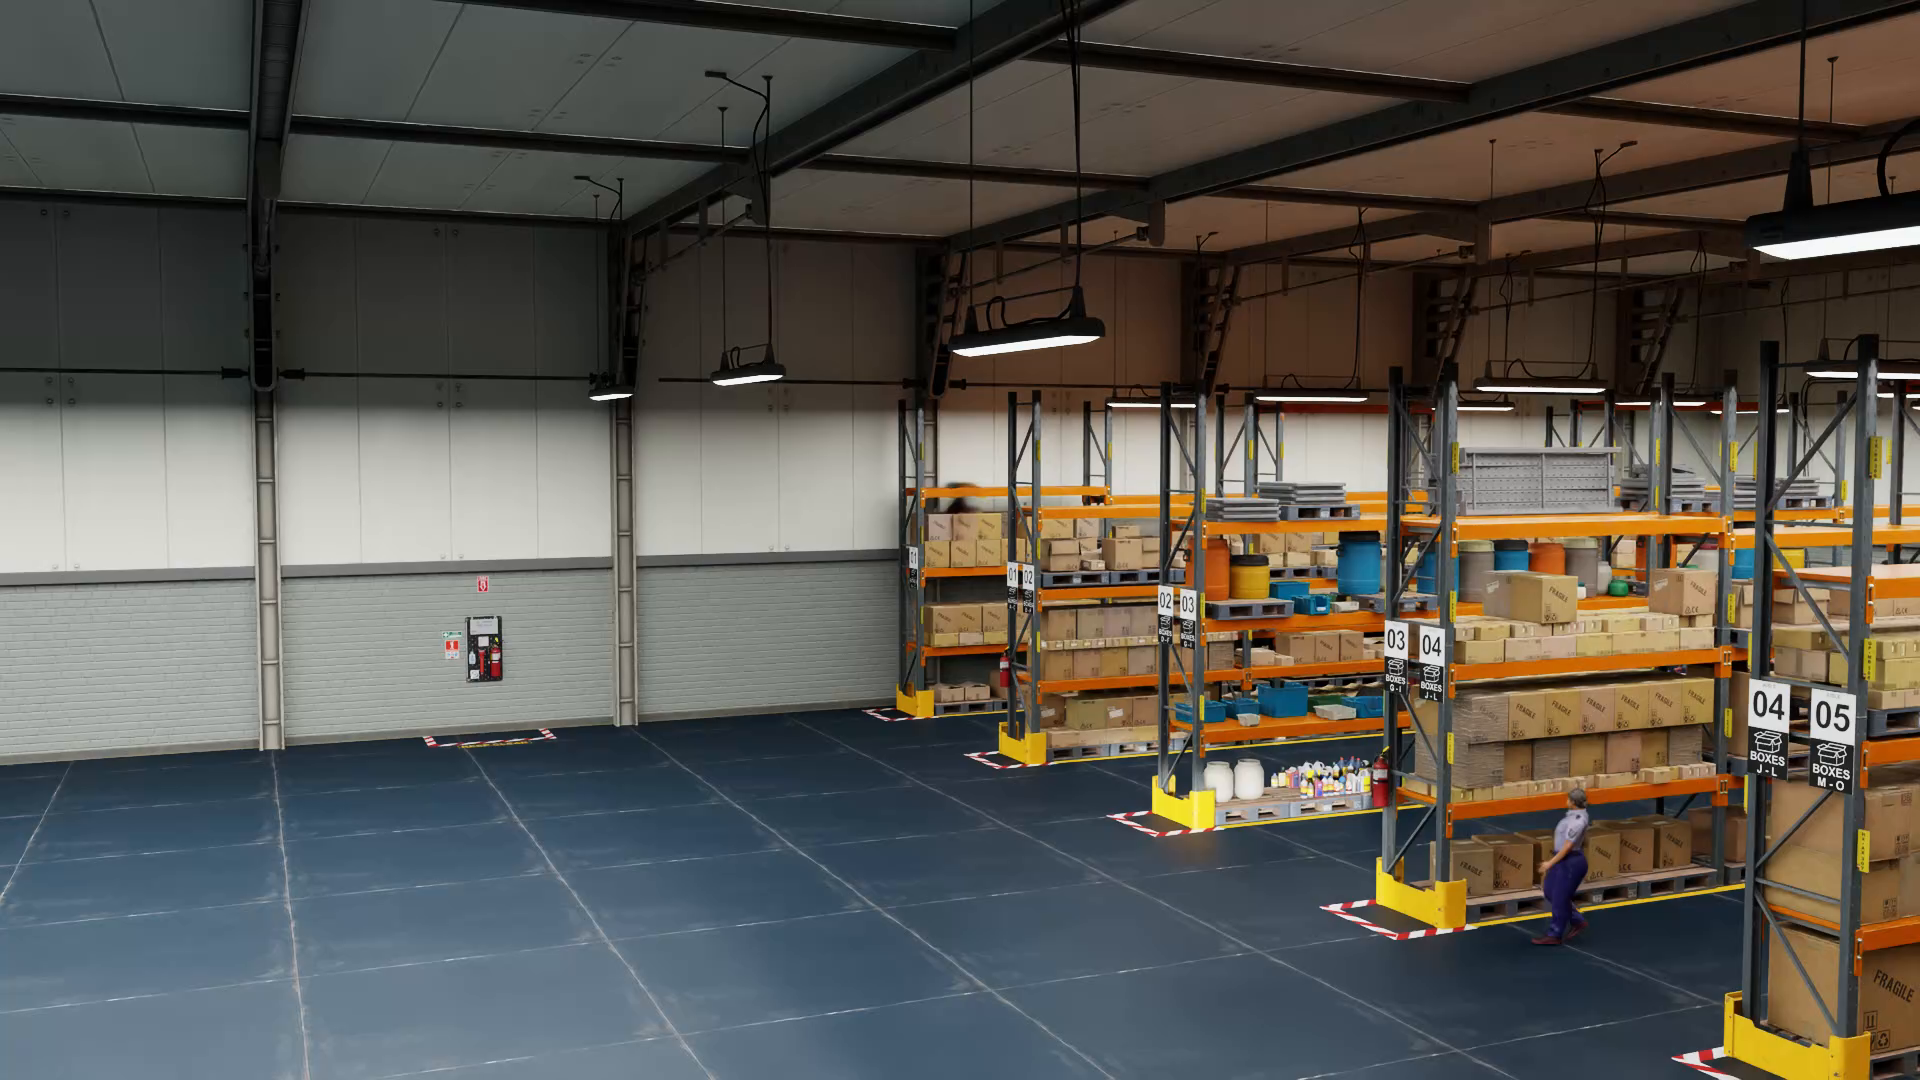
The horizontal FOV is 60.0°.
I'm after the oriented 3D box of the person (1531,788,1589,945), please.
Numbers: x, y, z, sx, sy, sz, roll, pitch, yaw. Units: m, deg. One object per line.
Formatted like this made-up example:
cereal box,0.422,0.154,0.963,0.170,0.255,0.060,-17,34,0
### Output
person,6.185,3.344,17.094,0.586,1.631,0.549,1,3,10
